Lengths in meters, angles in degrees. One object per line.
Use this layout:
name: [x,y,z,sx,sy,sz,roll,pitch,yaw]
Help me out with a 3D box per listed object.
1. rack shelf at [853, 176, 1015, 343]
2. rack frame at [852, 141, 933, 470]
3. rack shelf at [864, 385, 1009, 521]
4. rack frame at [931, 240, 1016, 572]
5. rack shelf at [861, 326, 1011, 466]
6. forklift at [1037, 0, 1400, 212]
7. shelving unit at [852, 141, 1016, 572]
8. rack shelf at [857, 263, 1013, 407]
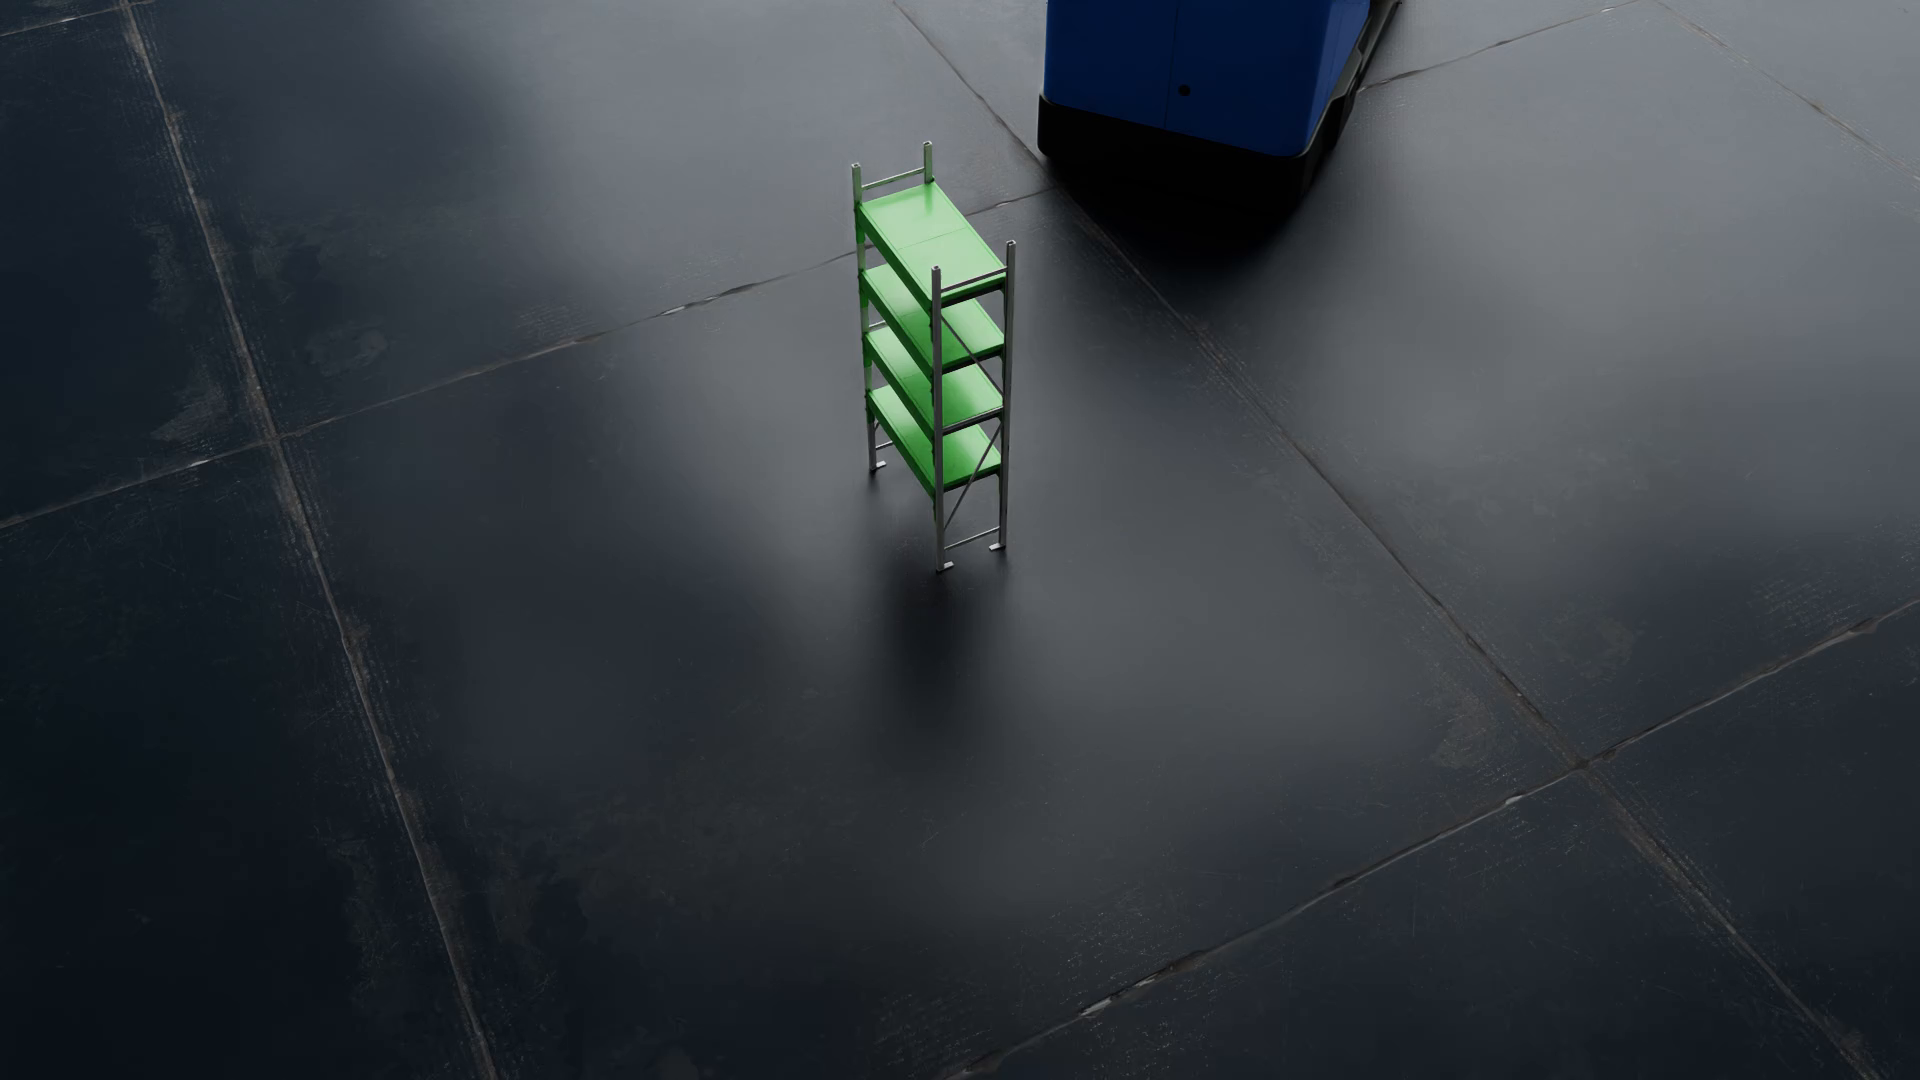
rack shelf: [-0.076,-0.780,4.582,0.258,0.148,0.480,-21,52,-18]
rack frame: [-0.187,-0.669,5.038,0.240,1.200,0.015,-21,52,-18]
rack shelf: [-0.076,-0.306,5.124,0.258,0.148,0.480,-21,52,-18]
rack frame: [0.036,-0.342,4.752,0.240,1.200,0.015,-21,52,-18]
rack shelf: [-0.076,-0.464,4.943,0.258,0.148,0.480,-21,52,-18]
forklift: [1.338,-3.322,6.208,1.130,2.935,3.031,17,51,15]
shelving unit: [-0.076,-0.506,4.895,0.258,1.200,0.503,-21,52,-18]
rack shelf: [-0.076,-0.622,4.763,0.258,0.148,0.480,-21,52,-18]
